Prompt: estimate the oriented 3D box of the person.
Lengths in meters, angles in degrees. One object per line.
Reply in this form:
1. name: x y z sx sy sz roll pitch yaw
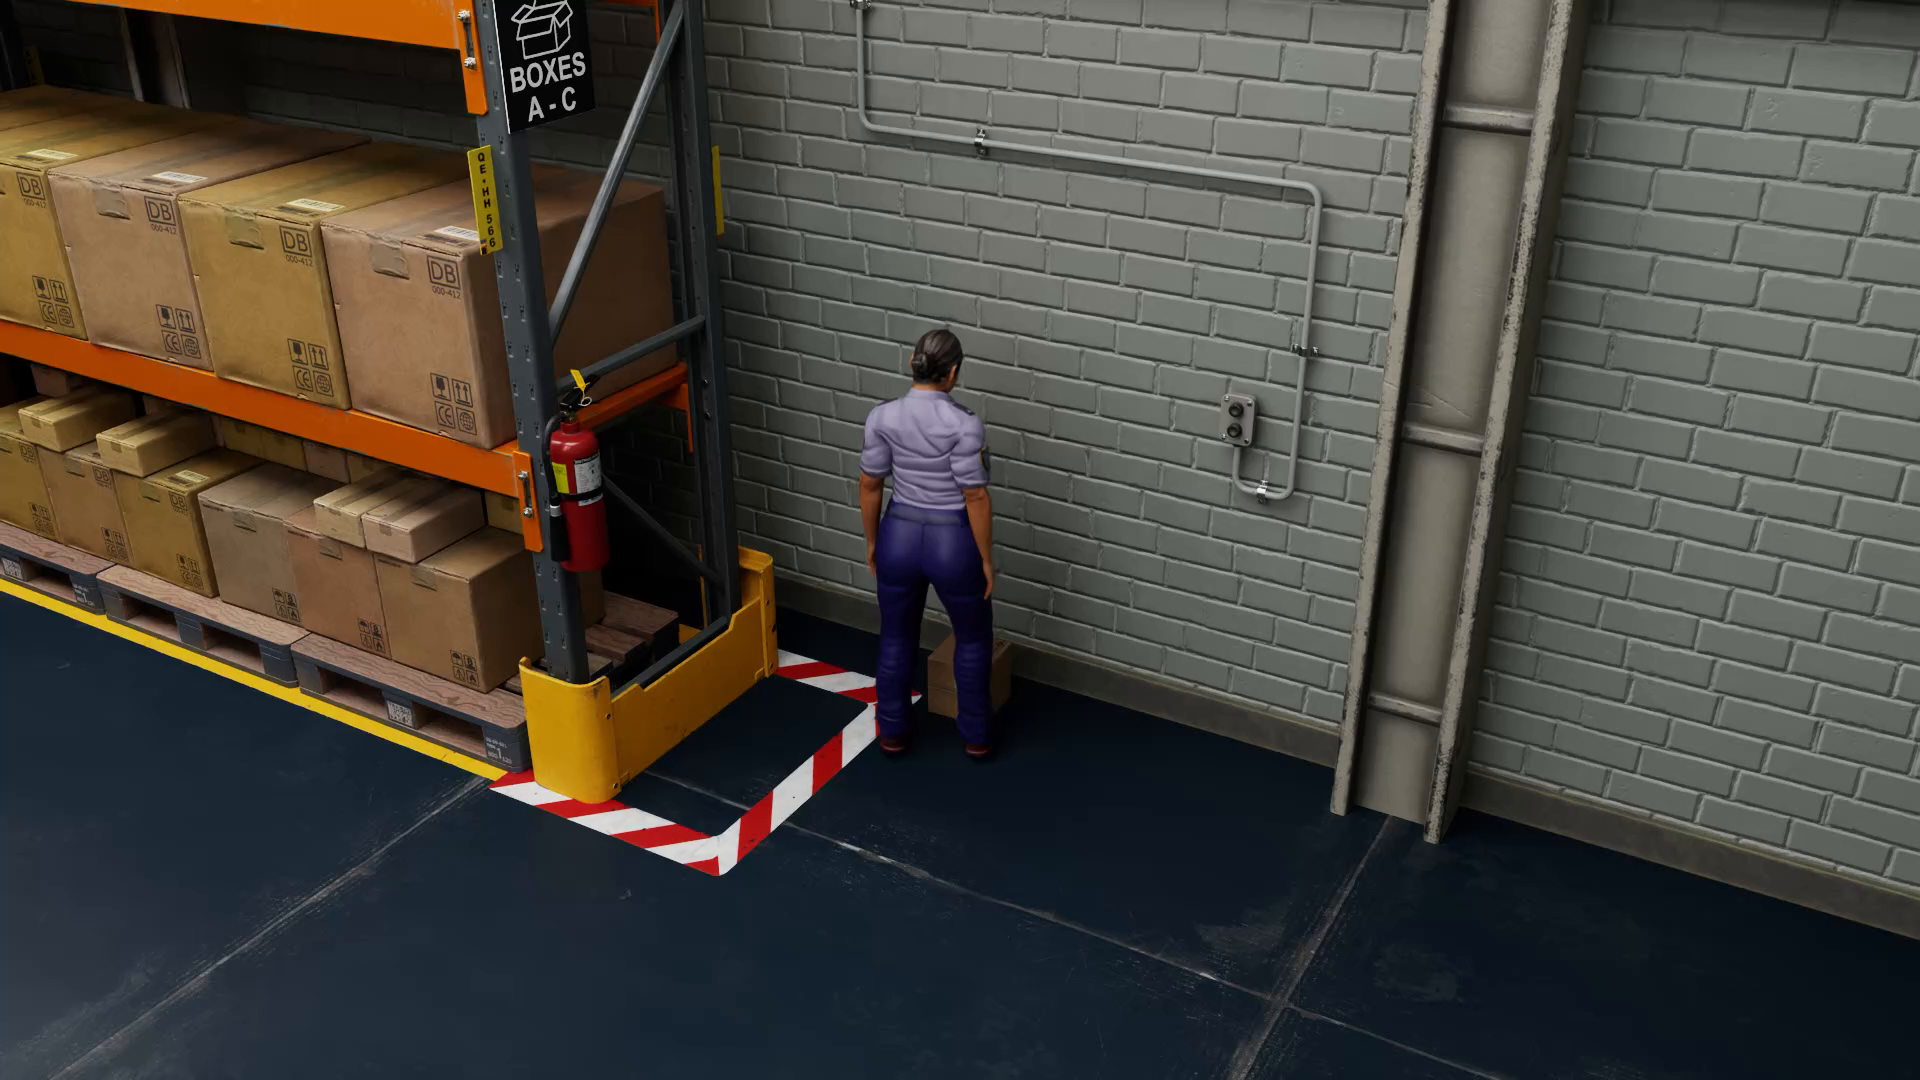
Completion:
1. person: -0.101 0.038 6.025 0.514 1.632 0.399 8 28 16
